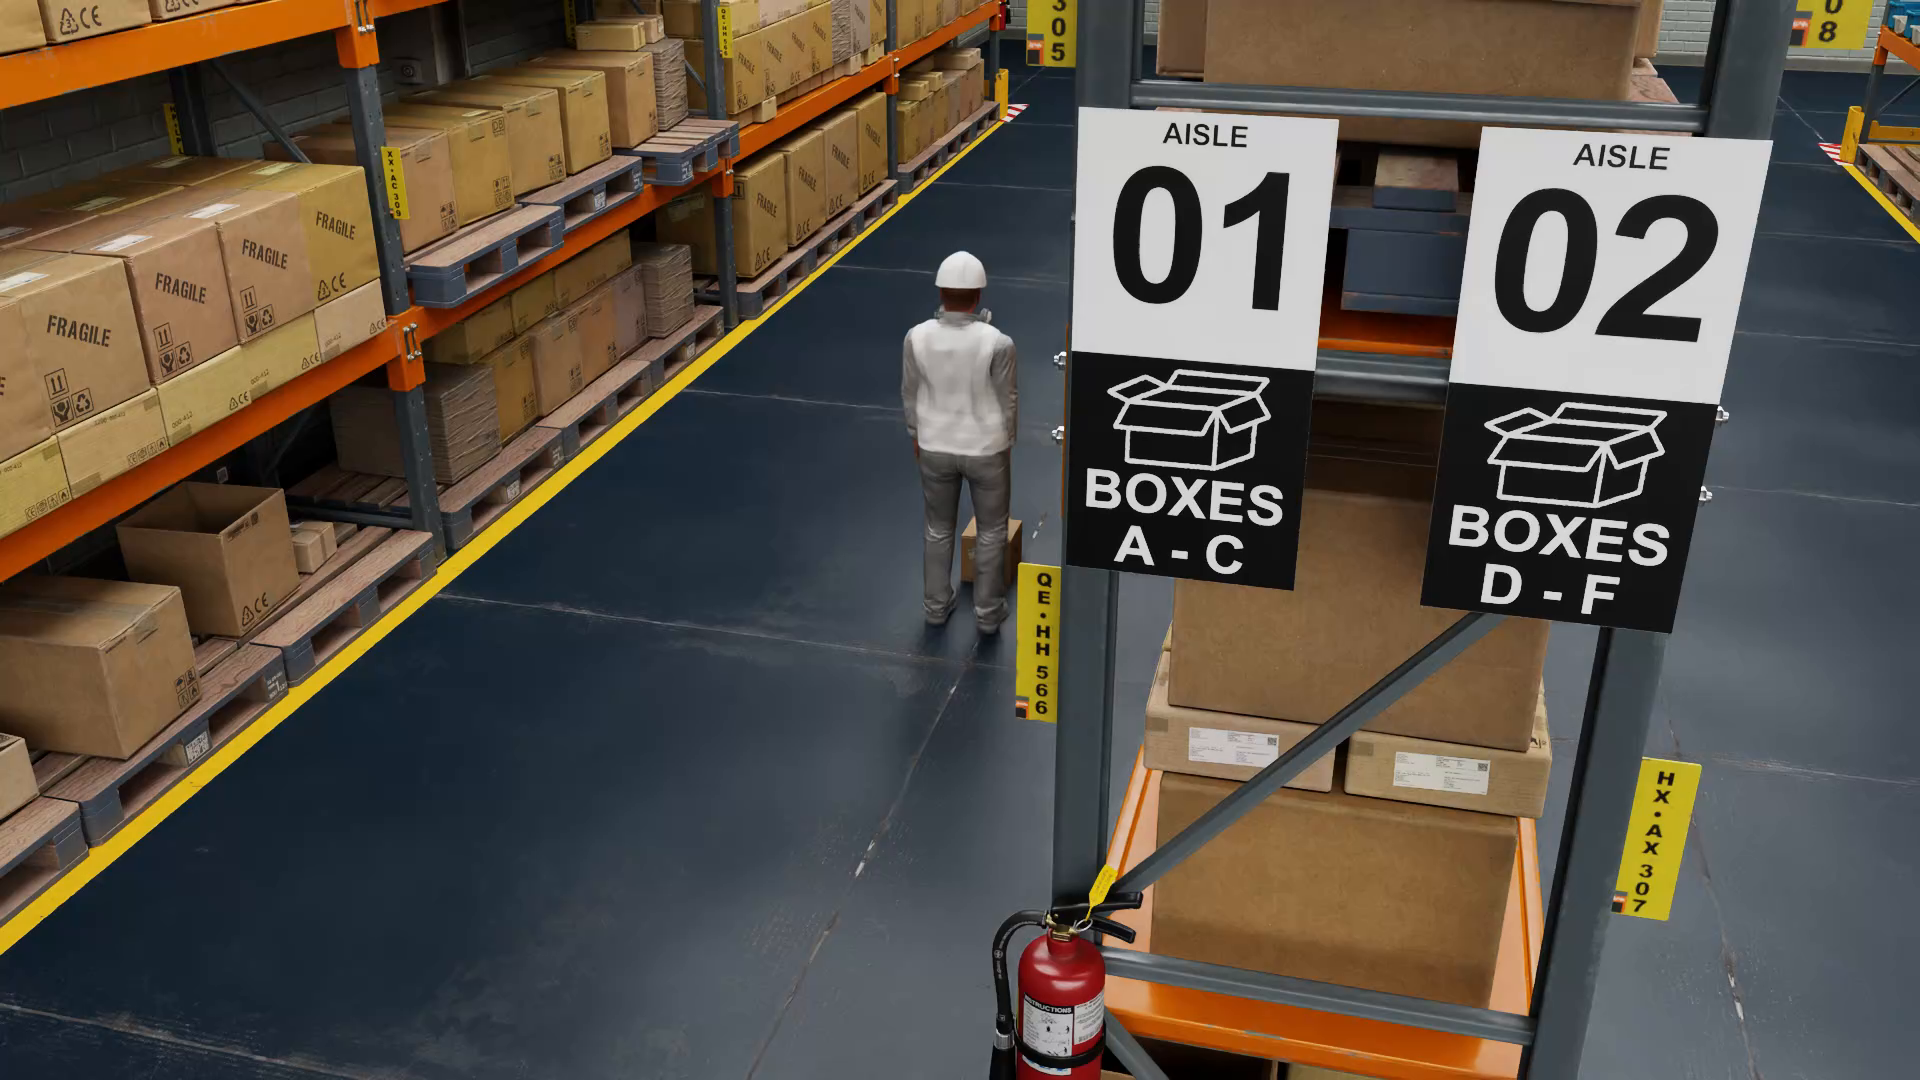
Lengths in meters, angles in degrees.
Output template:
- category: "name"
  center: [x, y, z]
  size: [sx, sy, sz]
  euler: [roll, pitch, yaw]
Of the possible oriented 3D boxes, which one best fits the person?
- category: "person"
  center: [0.002, -0.432, 7.517]
  size: [0.535, 1.764, 0.363]
  euler: [7, 26, 14]
